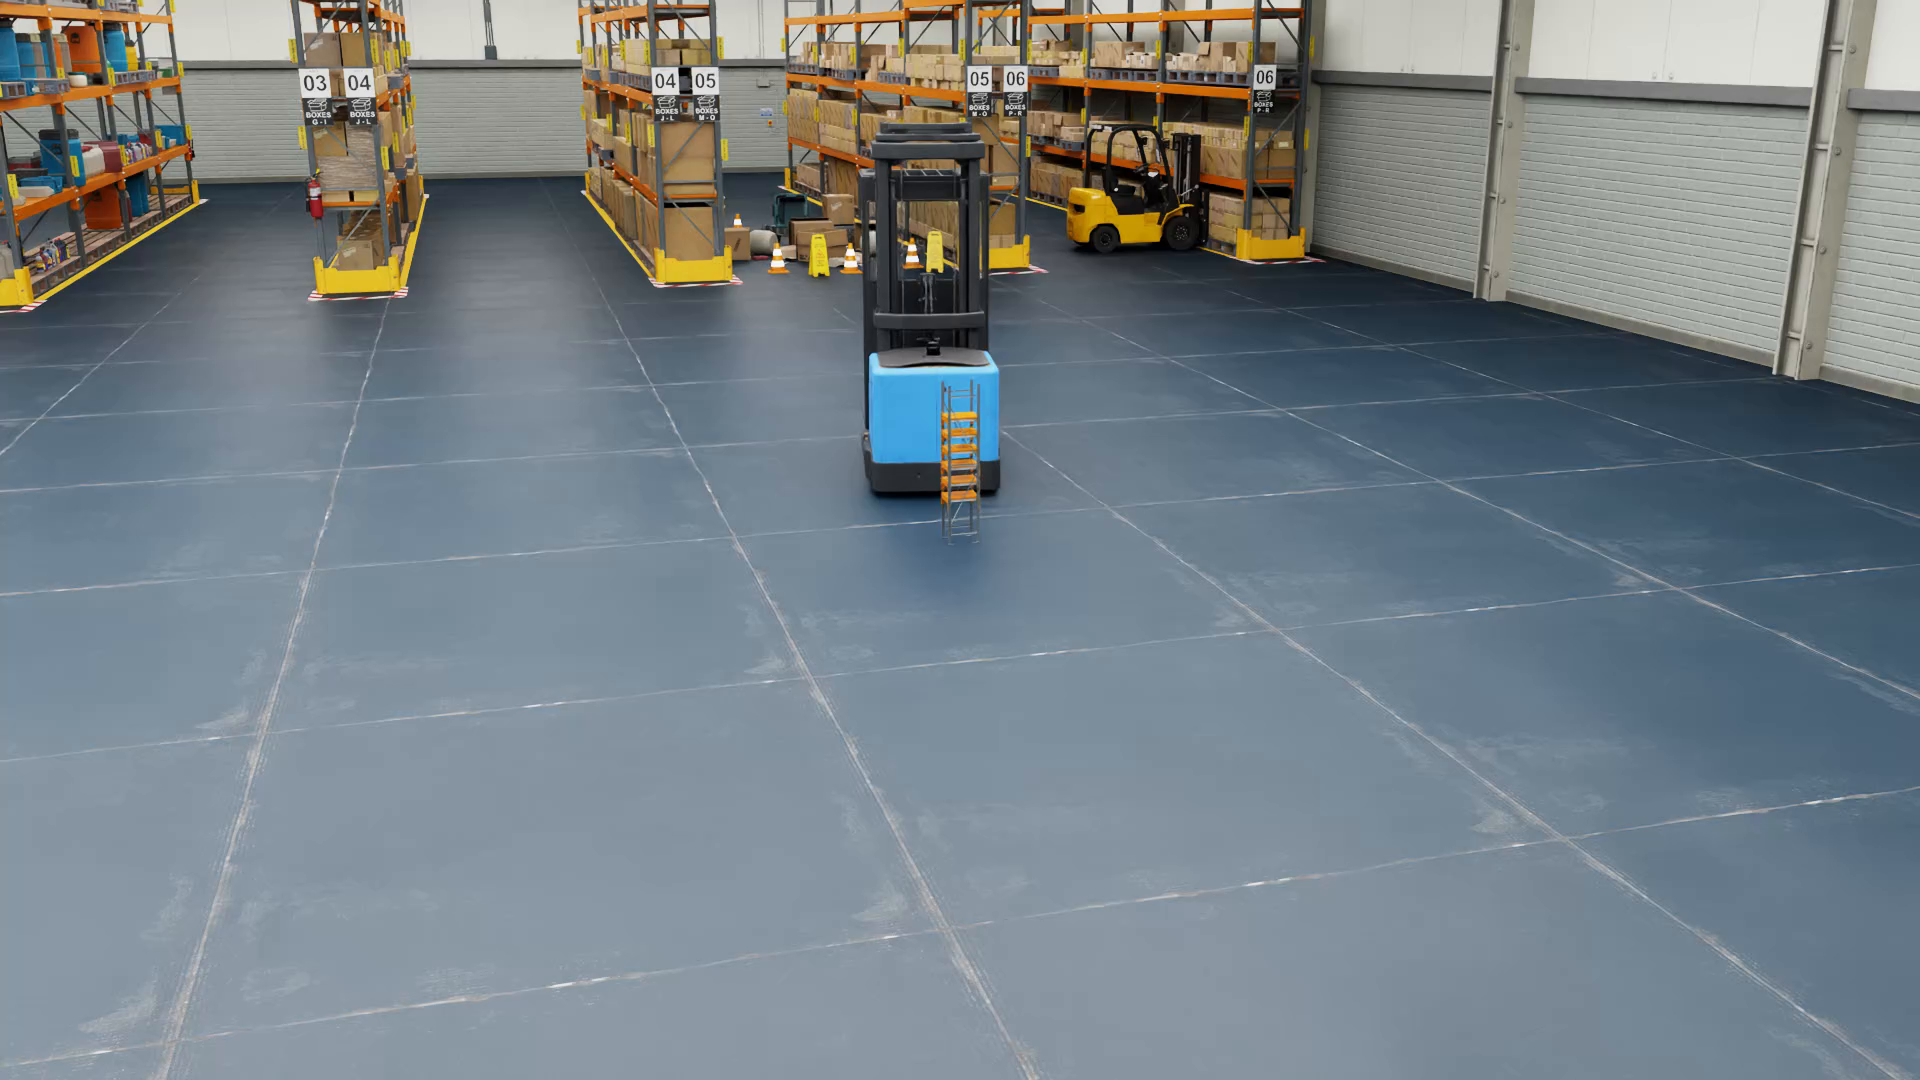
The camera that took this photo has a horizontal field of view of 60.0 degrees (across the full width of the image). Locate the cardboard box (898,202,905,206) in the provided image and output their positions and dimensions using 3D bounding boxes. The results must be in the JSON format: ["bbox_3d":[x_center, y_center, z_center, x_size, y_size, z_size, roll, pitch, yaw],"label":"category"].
[{"bbox_3d":[-0.873,-6.318,32.109,0.950,0.372,0.625,-4,17,-12],"label":"cardboard box"}]

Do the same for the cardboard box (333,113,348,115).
[{"bbox_3d":[-10.036,-6.635,26.897,0.500,0.500,0.500,-5,17,-15],"label":"cardboard box"}]

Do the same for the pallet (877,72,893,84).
[{"bbox_3d":[-0.881,-8.844,31.794,1.213,0.211,1.003,-5,17,-15],"label":"pallet"}]

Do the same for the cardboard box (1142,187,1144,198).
[{"bbox_3d":[4.092,-6.633,32.716,0.875,0.625,0.625,-4,17,-13],"label":"cardboard box"}]

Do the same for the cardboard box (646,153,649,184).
[{"bbox_3d":[-4.694,-6.136,27.403,0.875,0.550,0.500,-5,17,-15],"label":"cardboard box"}]

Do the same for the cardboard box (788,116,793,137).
[{"bbox_3d":[-3.967,-10.243,41.166,0.500,0.500,0.500,-5,17,-16],"label":"cardboard box"}]

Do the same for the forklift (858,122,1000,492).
[{"bbox_3d":[-0.317,-2.167,14.572,1.130,2.935,3.031,-1,17,-5],"label":"forklift"}]

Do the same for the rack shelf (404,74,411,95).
[{"bbox_3d":[-12.802,-10.106,36.920,1.077,0.370,4.000,-5,17,-15],"label":"rack shelf"}]

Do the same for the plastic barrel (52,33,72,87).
[{"bbox_3d":[-15.898,-8.395,29.102,0.600,0.901,0.600,0,17,0],"label":"plastic barrel"}]

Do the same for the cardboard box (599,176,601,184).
[{"bbox_3d":[-7.912,-8.091,37.366,0.380,0.149,0.250,-4,17,-15],"label":"cardboard box"}]

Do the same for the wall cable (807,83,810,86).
[{"bbox_3d":[-4.035,-12.511,47.122,0.588,1.984,0.122,-5,17,-15],"label":"wall cable"}]

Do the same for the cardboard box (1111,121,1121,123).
[{"bbox_3d":[3.431,-8.816,35.287,0.380,0.149,0.250,-4,17,-13],"label":"cardboard box"}]

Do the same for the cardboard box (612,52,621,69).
[{"bbox_3d":[-6.369,-9.144,31.717,0.500,0.311,0.500,-5,17,-15],"label":"cardboard box"}]

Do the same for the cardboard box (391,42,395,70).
[{"bbox_3d":[-10.781,-8.966,30.831,0.500,0.500,0.500,-4,17,-14],"label":"cardboard box"}]

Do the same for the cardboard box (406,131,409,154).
[{"bbox_3d":[-11.582,-8.120,34.096,0.500,0.500,0.500,-5,17,-16],"label":"cardboard box"}]

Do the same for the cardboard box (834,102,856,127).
[{"bbox_3d":[-2.429,-9.207,35.977,0.500,0.500,0.500,-5,17,-16],"label":"cardboard box"}]

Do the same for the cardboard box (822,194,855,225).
[{"bbox_3d":[-2.229,-6.048,30.402,0.500,0.500,0.500,-5,17,-15],"label":"cardboard box"}]

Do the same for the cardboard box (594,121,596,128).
[{"bbox_3d":[-7.502,-8.758,35.067,0.380,0.149,0.250,-5,17,-16],"label":"cardboard box"}]

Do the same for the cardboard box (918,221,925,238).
[{"bbox_3d":[-0.465,-5.585,29.880,0.500,0.250,0.500,-4,17,-12],"label":"cardboard box"}]

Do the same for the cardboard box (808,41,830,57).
[{"bbox_3d":[-3.125,-11.350,38.726,0.797,0.503,0.637,-3,17,-11],"label":"cardboard box"}]

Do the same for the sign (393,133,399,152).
[{"bbox_3d":[-9.534,-6.708,28.064,0.100,0.325,0.005,-5,17,-15],"label":"sign"}]

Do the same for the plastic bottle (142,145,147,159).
[{"bbox_3d":[-16.495,-7.826,33.506,0.152,0.276,0.135,-5,17,-15],"label":"plastic bottle"}]

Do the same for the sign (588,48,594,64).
[{"bbox_3d":[-7.975,-10.465,35.963,0.100,0.325,0.005,-5,17,-15],"label":"sign"}]

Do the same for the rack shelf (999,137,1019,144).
[{"bbox_3d":[1.498,-9.847,41.269,1.077,0.370,4.000,-5,17,-15],"label":"rack shelf"}]

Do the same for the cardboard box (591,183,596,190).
[{"bbox_3d":[-8.528,-8.384,39.374,0.380,0.149,0.250,-4,17,-15],"label":"cardboard box"}]

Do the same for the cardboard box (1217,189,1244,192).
[{"bbox_3d":[4.993,-6.249,30.354,0.500,0.250,0.500,-5,17,-16],"label":"cardboard box"}]

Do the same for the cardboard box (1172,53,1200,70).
[{"bbox_3d":[4.240,-8.819,30.634,0.500,0.311,0.500,-4,17,-14],"label":"cardboard box"}]

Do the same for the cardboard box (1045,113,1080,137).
[{"bbox_3d":[2.323,-9.375,37.545,0.700,0.500,0.500,-5,17,-16],"label":"cardboard box"}]

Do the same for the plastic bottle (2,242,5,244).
[{"bbox_3d":[-14.941,-4.490,26.027,0.144,0.351,0.185,-5,18,-18],"label":"plastic bottle"}]

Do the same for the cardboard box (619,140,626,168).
[{"bbox_3d":[-6.077,-7.203,31.045,0.500,0.500,0.500,-5,17,-16],"label":"cardboard box"}]

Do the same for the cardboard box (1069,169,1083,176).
[{"bbox_3d":[2.633,-8.112,36.732,0.380,0.149,0.250,-5,18,-17],"label":"cardboard box"}]

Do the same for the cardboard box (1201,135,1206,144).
[{"bbox_3d":[4.487,-7.246,30.058,0.380,0.149,0.250,-5,17,-16],"label":"cardboard box"}]

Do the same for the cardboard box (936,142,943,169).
[{"bbox_3d":[-0.108,-6.522,28.258,0.500,0.500,0.500,-5,17,-16],"label":"cardboard box"}]

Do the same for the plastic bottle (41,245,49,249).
[{"bbox_3d":[-14.445,-4.536,26.308,0.152,0.276,0.135,-5,17,-15],"label":"plastic bottle"}]

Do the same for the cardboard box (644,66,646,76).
[{"bbox_3d":[-4.643,-7.206,25.547,0.380,0.149,0.250,-5,17,-15],"label":"cardboard box"}]

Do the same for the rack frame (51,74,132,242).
[{"bbox_3d":[-15.915,-6.963,30.419,1.000,3.000,0.127,-5,17,-15],"label":"rack frame"}]

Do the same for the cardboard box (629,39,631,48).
[{"bbox_3d":[-5.273,-8.221,27.540,0.380,0.149,0.250,-5,17,-16],"label":"cardboard box"}]

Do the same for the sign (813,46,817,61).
[{"bbox_3d":[-3.257,-10.922,37.349,0.100,0.325,0.005,-5,17,-15],"label":"sign"}]

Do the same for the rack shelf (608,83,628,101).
[{"bbox_3d":[-5.807,-8.258,30.765,1.077,0.370,4.000,-5,17,-15],"label":"rack shelf"}]

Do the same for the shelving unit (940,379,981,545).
[{"bbox_3d":[0.004,-0.571,12.266,0.258,1.200,0.189,-5,17,-15],"label":"shelving unit"}]

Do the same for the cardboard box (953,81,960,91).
[{"bbox_3d":[0.107,-7.384,27.044,0.380,0.149,0.250,-5,17,-15],"label":"cardboard box"}]

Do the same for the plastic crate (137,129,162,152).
[{"bbox_3d":[-17.019,-8.396,34.973,0.402,0.464,0.583,-5,17,-15],"label":"plastic crate"}]

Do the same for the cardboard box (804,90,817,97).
[{"bbox_3d":[-3.487,-10.567,39.379,0.380,0.149,0.250,-5,17,-15],"label":"cardboard box"}]

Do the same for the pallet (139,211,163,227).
[{"bbox_3d":[-16.843,-6.517,33.782,1.003,0.211,1.213,-5,17,-15],"label":"pallet"}]

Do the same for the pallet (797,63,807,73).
[{"bbox_3d":[-3.270,-11.203,39.473,1.003,0.211,1.213,-5,17,-15],"label":"pallet"}]

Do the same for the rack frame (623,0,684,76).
[{"bbox_3d":[-5.257,-9.486,28.388,1.000,3.000,0.127,-5,17,-15],"label":"rack frame"}]

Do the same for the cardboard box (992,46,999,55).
[{"bbox_3d":[1.102,-12.069,41.076,0.500,0.250,0.500,-5,17,-16],"label":"cardboard box"}]

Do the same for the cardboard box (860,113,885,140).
[{"bbox_3d":[-1.724,-8.387,33.738,0.500,0.500,0.500,-5,17,-17],"label":"cardboard box"}]

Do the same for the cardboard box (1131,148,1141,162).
[{"bbox_3d":[3.713,-7.611,32.836,0.500,0.250,0.500,-5,17,-16],"label":"cardboard box"}]

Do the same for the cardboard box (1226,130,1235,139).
[{"bbox_3d":[4.849,-7.038,28.851,0.380,0.149,0.250,-4,17,-14],"label":"cardboard box"}]

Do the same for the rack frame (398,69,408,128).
[{"bbox_3d":[-12.252,-8.461,35.406,1.000,3.000,0.127,-5,17,-15],"label":"rack frame"}]

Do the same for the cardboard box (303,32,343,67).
[{"bbox_3d":[-9.624,-7.417,25.156,0.500,0.500,0.500,-5,17,-15],"label":"cardboard box"}]

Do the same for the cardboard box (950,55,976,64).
[{"bbox_3d":[0.055,-7.911,27.413,0.380,0.149,0.250,-5,17,-15],"label":"cardboard box"}]

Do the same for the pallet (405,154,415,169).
[{"bbox_3d":[-10.855,-7.074,31.122,1.213,0.211,1.003,-5,17,-15],"label":"pallet"}]
